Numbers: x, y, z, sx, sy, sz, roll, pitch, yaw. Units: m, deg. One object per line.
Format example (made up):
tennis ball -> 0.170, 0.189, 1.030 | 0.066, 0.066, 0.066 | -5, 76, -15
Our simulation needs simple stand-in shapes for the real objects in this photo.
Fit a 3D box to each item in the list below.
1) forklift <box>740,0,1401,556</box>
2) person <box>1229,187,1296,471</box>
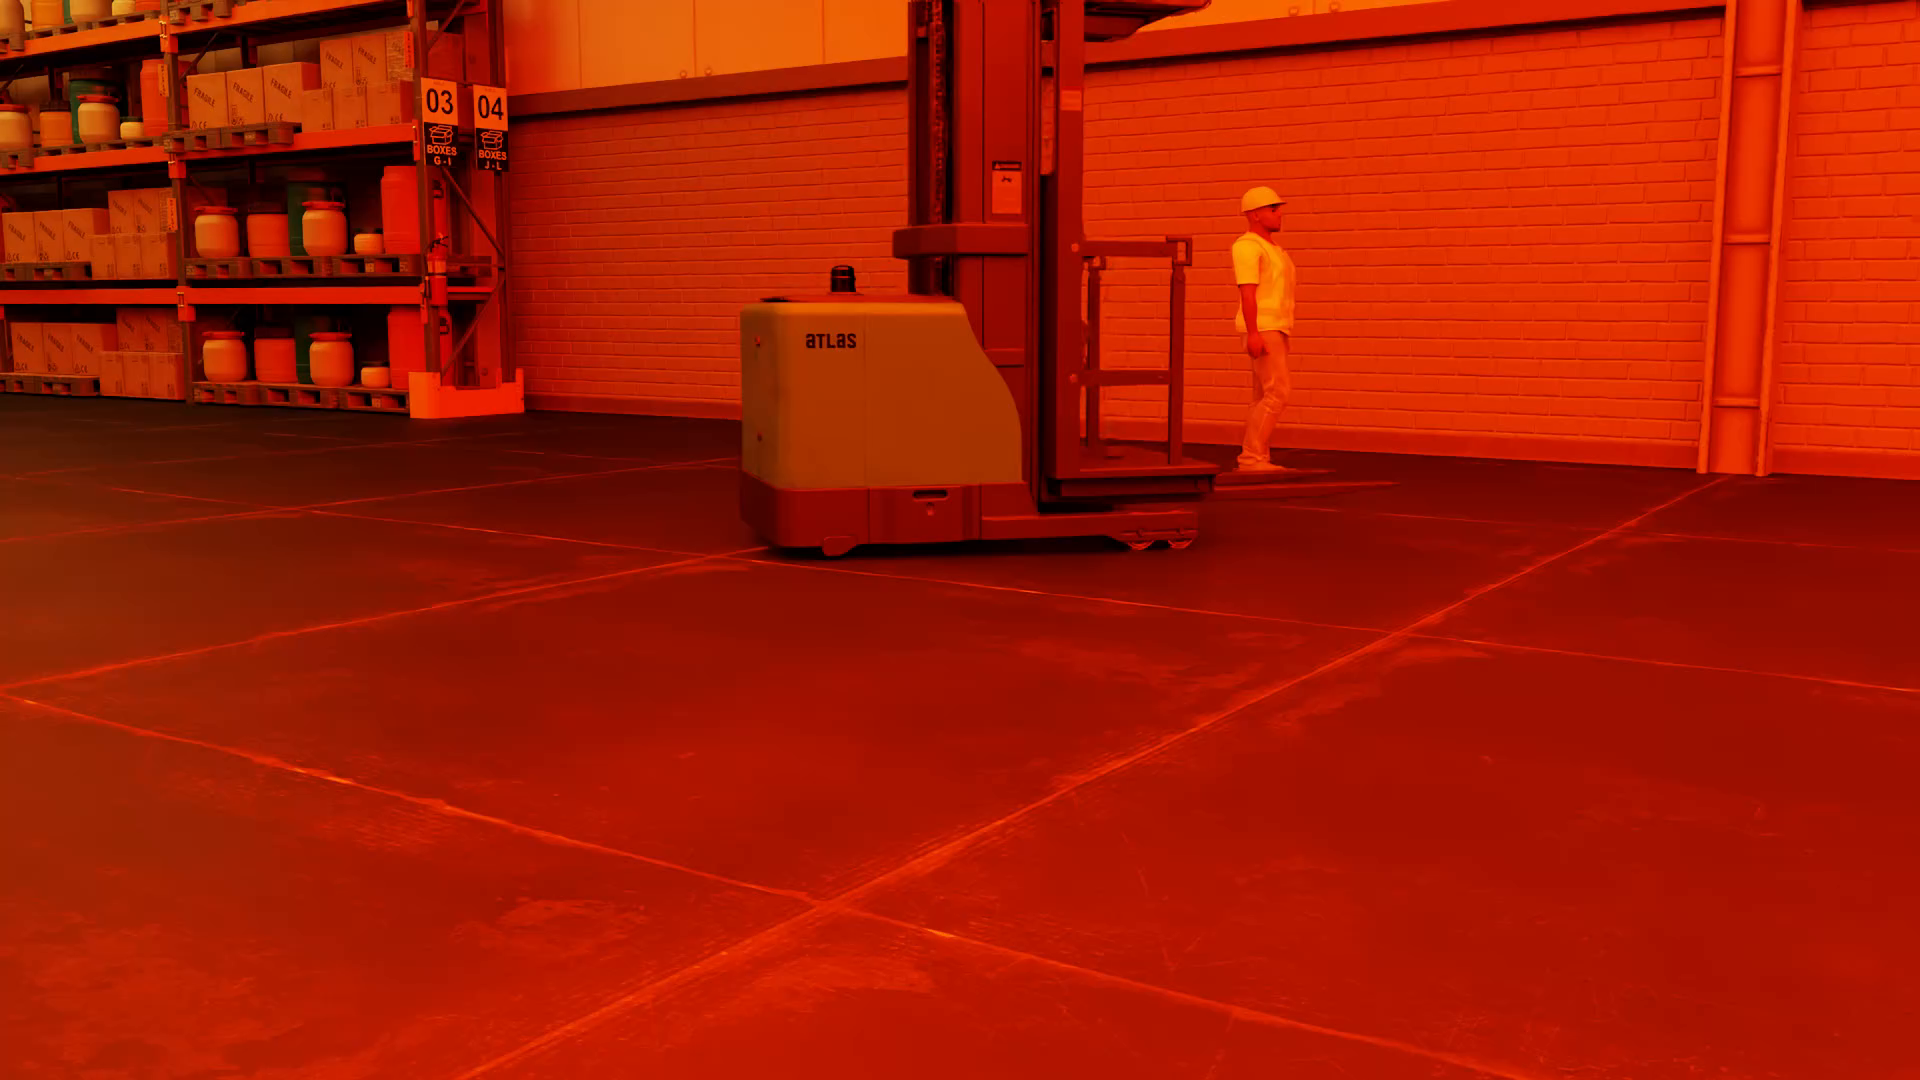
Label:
forklift -> 0.551, -1.479, 7.591 | 3.031, 2.935, 1.130 | -2, 8, -17
person -> 1.858, -1.248, 10.108 | 0.387, 1.767, 0.557 | 4, 9, 25
